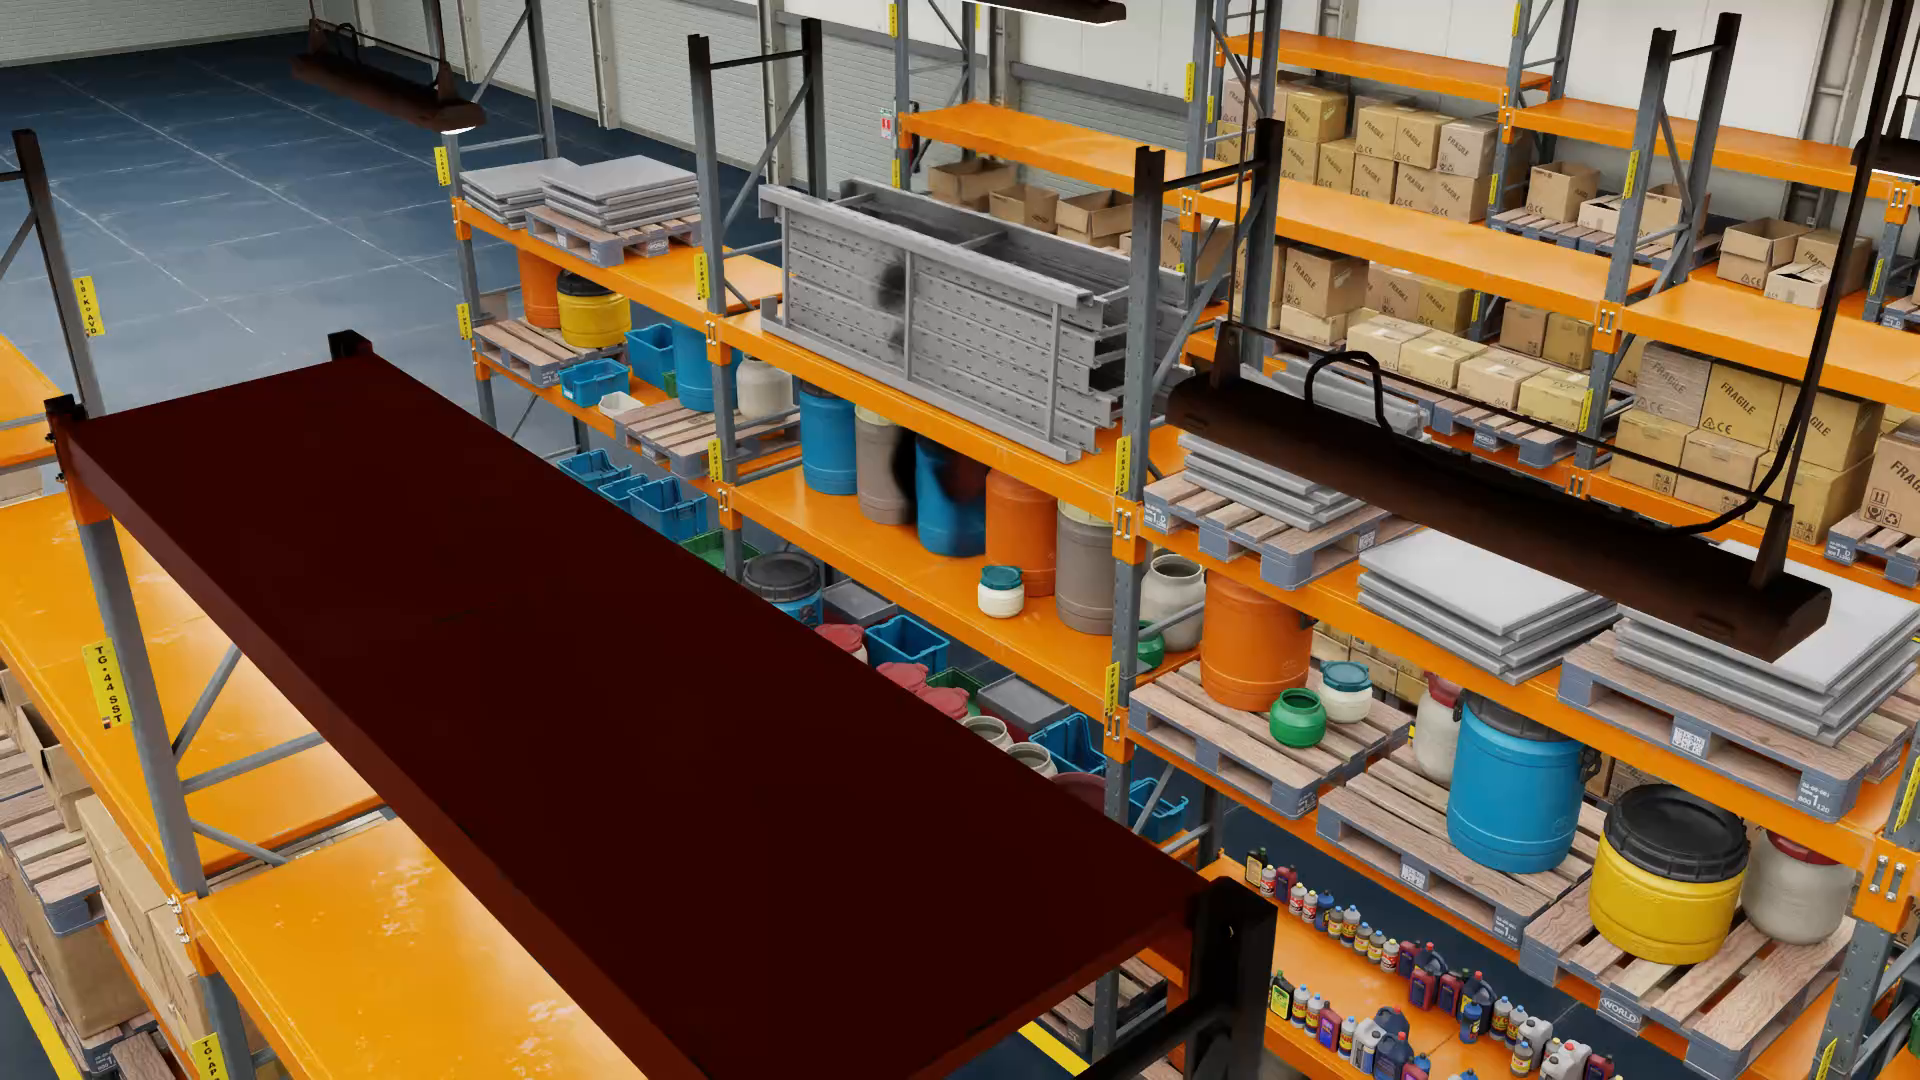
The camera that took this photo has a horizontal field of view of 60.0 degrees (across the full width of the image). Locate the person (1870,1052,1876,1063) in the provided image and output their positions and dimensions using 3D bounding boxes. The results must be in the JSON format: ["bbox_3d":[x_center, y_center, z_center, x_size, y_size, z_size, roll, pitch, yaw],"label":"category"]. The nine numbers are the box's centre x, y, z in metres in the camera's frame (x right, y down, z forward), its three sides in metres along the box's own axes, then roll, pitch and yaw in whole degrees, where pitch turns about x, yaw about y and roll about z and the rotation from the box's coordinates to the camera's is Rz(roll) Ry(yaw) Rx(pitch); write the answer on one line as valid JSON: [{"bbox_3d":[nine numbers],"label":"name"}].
[{"bbox_3d":[5.736,2.934,9.824,0.667,1.754,0.641,18,32,31],"label":"person"}]
